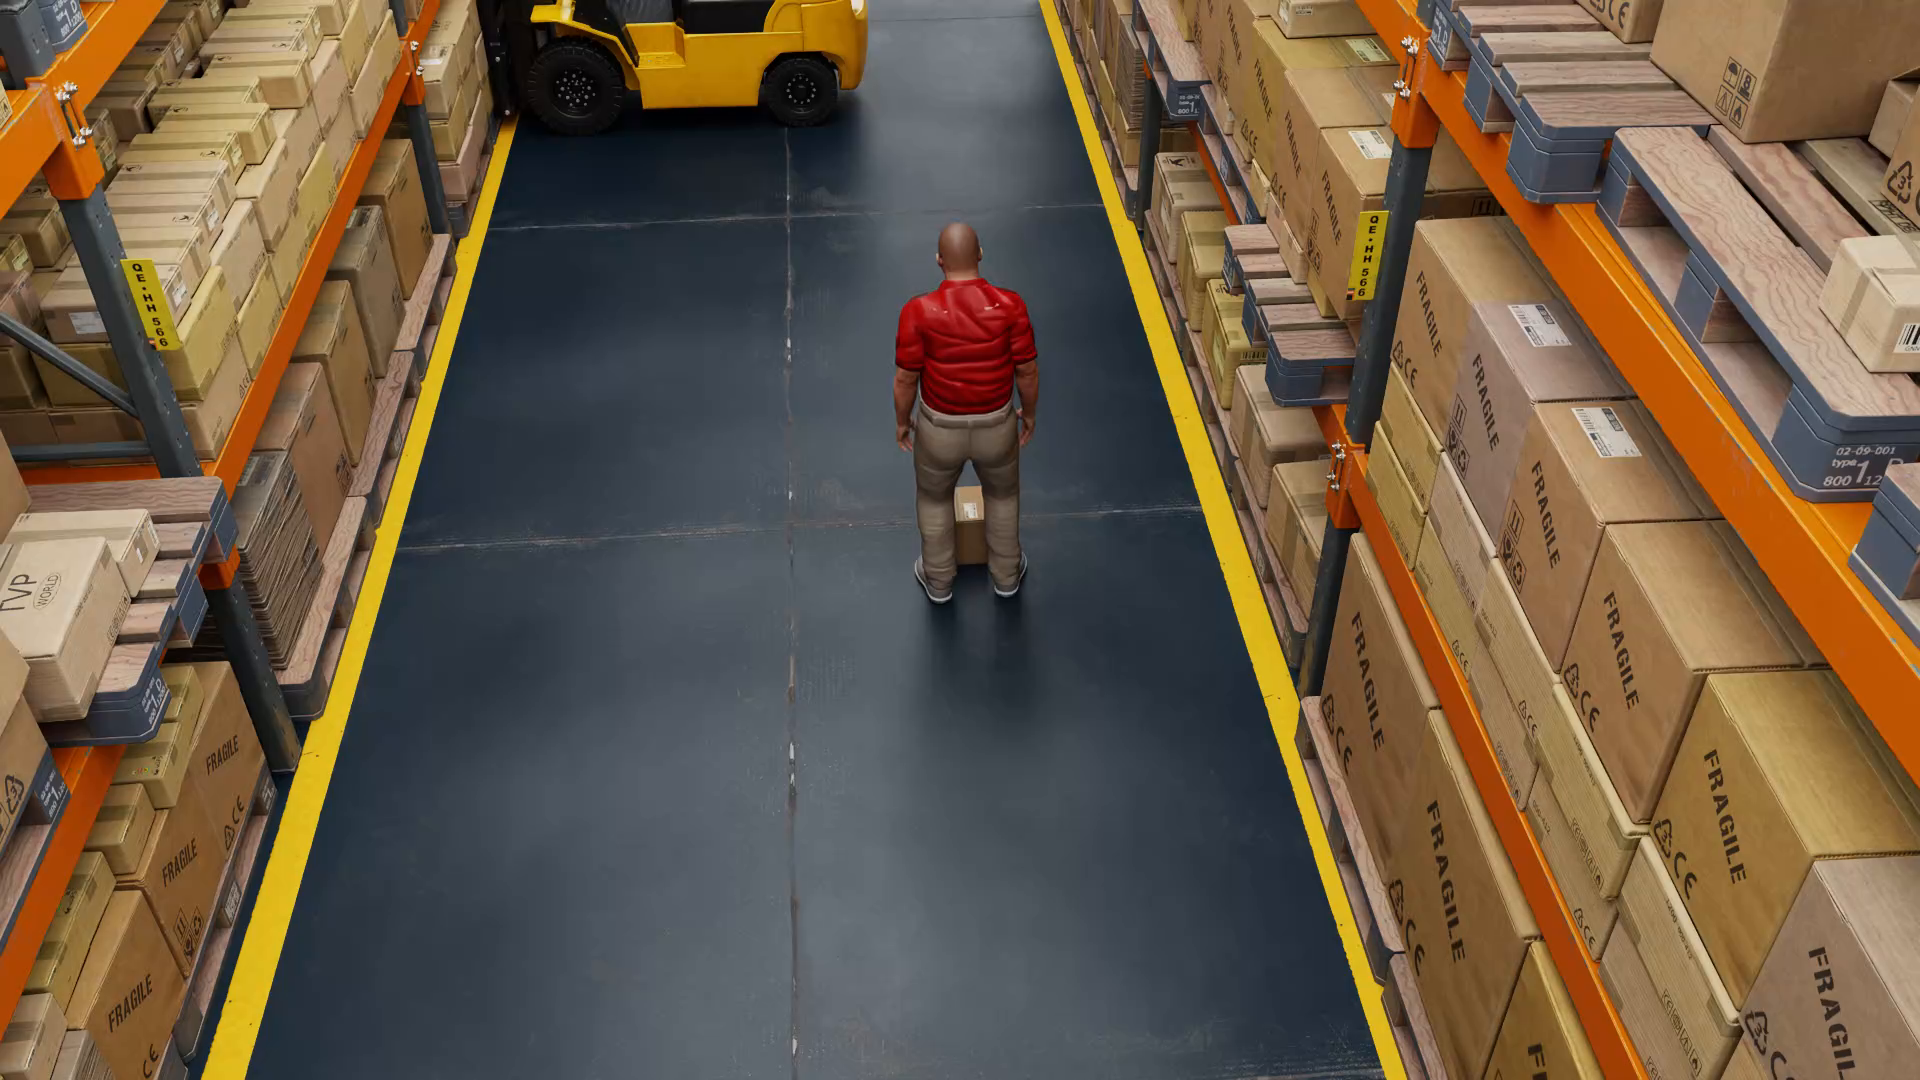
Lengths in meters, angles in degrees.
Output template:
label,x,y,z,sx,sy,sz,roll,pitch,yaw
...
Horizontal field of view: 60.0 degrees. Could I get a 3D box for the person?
label,x,y,z,sx,sy,sz,roll,pitch,yaw
person,0.023,-0.480,6.760,0.583,1.726,0.394,-4,39,-4
